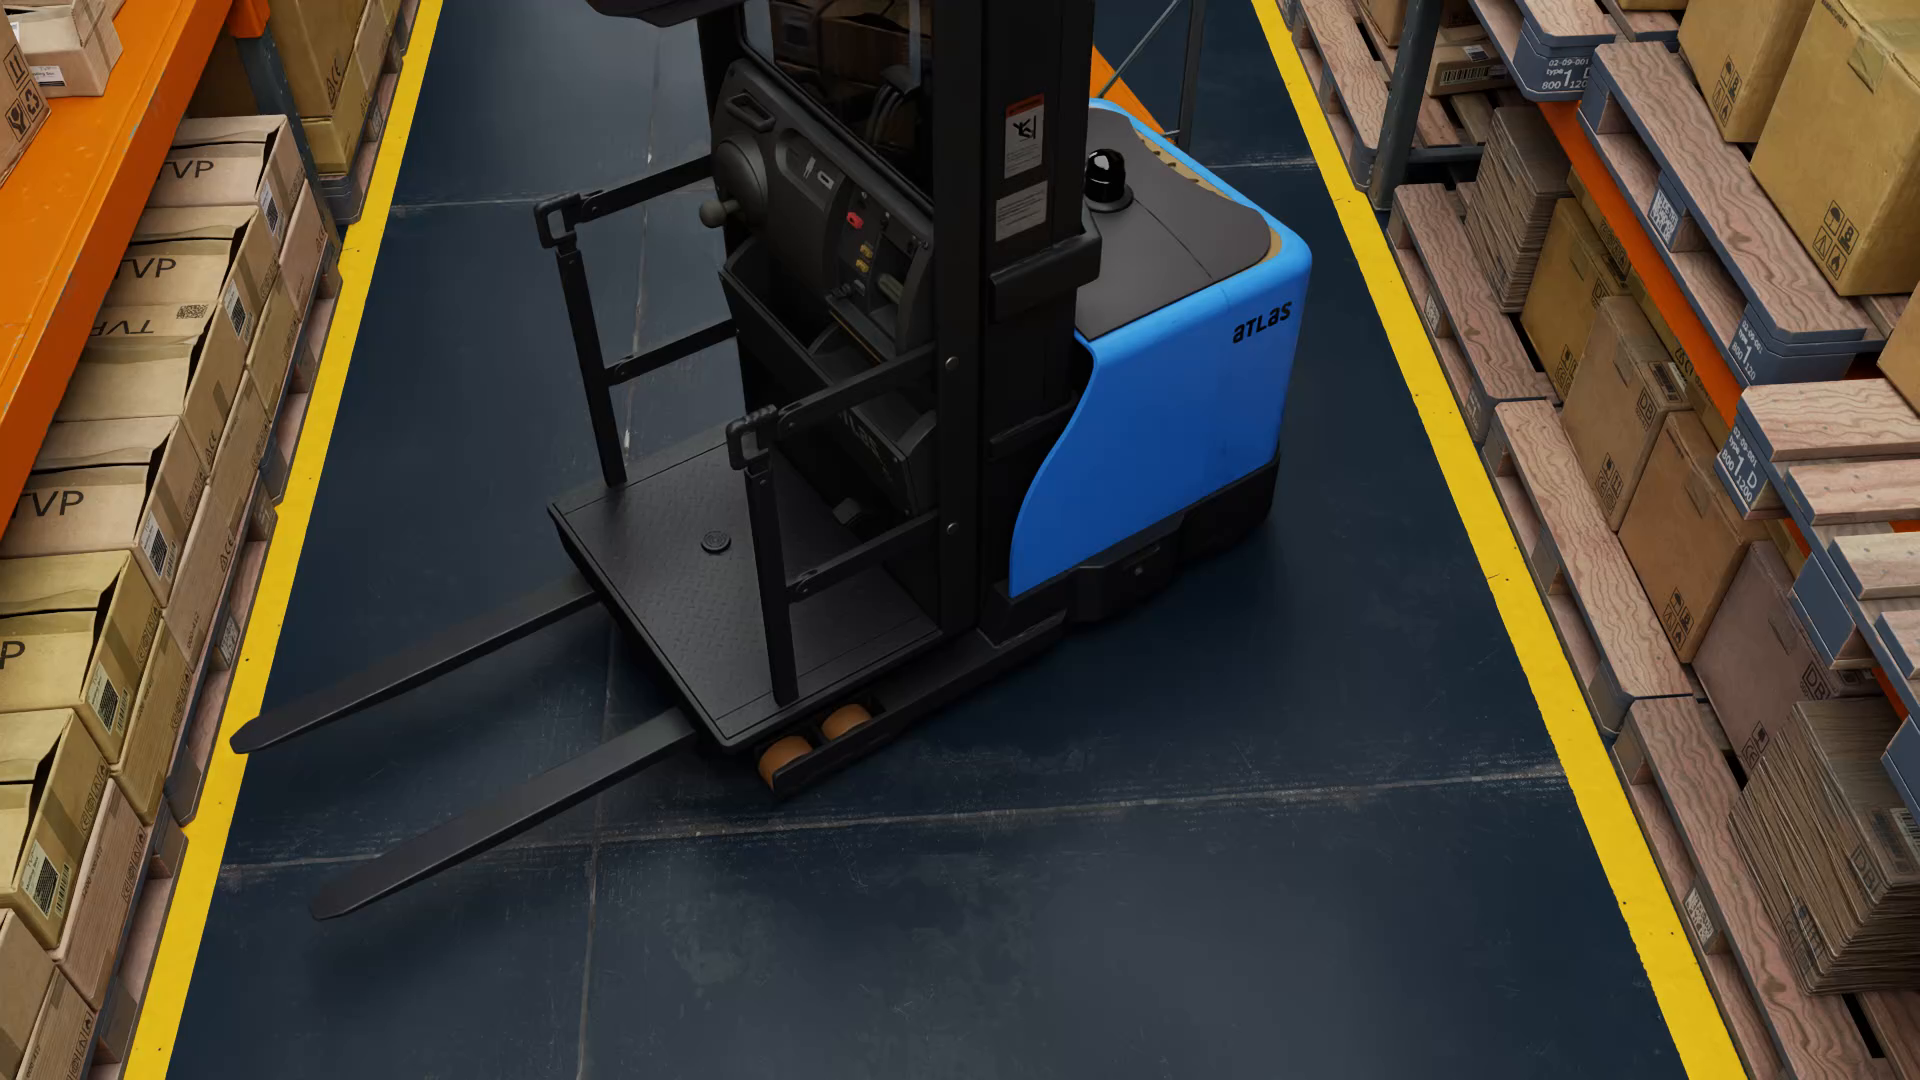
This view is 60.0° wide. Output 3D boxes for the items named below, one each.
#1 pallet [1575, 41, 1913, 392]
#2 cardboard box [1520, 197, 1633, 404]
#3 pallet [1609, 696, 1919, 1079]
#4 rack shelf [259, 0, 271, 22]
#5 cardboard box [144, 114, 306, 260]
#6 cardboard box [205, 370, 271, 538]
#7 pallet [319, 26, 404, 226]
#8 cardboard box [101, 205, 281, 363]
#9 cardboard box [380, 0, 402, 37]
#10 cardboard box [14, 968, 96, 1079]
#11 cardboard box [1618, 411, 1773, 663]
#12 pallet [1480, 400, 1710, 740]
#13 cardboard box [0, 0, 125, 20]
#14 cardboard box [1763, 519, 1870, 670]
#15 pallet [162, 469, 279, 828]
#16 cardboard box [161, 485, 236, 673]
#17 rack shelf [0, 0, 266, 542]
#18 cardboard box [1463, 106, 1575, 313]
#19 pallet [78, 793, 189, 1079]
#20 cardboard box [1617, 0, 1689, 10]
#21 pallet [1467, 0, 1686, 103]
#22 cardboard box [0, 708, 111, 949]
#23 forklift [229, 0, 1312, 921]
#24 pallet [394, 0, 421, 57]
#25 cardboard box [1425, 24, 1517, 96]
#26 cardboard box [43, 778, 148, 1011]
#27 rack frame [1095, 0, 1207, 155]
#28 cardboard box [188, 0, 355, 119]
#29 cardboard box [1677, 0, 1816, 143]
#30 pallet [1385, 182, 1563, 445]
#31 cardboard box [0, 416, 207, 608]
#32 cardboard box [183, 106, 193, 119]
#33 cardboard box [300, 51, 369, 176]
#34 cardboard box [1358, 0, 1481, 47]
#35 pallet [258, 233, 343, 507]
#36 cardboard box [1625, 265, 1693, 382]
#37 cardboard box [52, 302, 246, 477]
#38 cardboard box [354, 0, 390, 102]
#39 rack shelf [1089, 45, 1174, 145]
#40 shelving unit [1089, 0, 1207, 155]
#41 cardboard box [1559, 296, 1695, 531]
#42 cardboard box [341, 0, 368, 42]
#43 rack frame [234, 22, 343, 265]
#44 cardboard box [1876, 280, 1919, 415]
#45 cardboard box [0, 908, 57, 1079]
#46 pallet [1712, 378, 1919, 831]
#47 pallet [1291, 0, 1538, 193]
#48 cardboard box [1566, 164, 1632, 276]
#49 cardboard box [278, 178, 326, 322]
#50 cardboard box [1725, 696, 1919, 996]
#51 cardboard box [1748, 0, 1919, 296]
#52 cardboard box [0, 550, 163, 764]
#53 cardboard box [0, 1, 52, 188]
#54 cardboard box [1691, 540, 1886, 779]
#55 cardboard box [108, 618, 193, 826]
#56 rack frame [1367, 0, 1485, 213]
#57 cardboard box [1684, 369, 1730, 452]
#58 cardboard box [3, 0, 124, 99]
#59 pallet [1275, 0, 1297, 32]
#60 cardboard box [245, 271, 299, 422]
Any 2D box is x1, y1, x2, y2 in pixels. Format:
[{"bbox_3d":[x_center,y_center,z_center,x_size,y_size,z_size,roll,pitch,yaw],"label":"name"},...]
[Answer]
[{"bbox_3d":[2.230,-0.845,4.116,1.003,0.211,1.213,-3,47,-3],"label":"pallet"},{"bbox_3d":[2.274,-0.764,5.327,0.700,0.500,0.500,-4,47,-4],"label":"cardboard box"},{"bbox_3d":[2.373,0.913,4.240,1.003,0.211,1.213,-3,47,-3],"label":"pallet"},{"bbox_3d":[-3.001,-3.271,6.777,1.077,0.370,4.000,-3,47,-3],"label":"rack shelf"},{"bbox_3d":[-2.514,-1.187,5.527,0.500,0.311,0.500,-3,47,-3],"label":"cardboard box"},{"bbox_3d":[-2.426,-0.251,5.027,0.500,0.250,0.500,-3,47,-2],"label":"cardboard box"},{"bbox_3d":[-2.859,-1.690,6.705,1.003,0.211,1.213,-3,47,-3],"label":"pallet"},{"bbox_3d":[-2.464,-0.811,5.171,0.500,0.311,0.500,-2,47,-2],"label":"cardboard box"},{"bbox_3d":[-2.644,-2.348,7.012,0.500,0.250,0.500,-3,47,-3],"label":"cardboard box"},{"bbox_3d":[-2.250,1.227,3.626,0.500,0.250,0.500,-4,47,-3],"label":"cardboard box"},{"bbox_3d":[2.328,-0.028,4.629,0.700,0.500,0.500,-4,47,-4],"label":"cardboard box"},{"bbox_3d":[2.274,0.032,5.074,1.003,0.211,1.213,-3,47,-3],"label":"pallet"},{"bbox_3d":[-2.749,-1.666,4.865,0.500,0.250,0.500,-1,47,-1],"label":"cardboard box"},{"bbox_3d":[2.339,0.036,4.053,0.500,0.250,0.500,-3,47,-3],"label":"cardboard box"},{"bbox_3d":[-2.628,0.303,4.817,1.003,0.211,1.213,-3,47,-3],"label":"pallet"},{"bbox_3d":[-2.385,0.117,4.678,0.500,0.250,0.500,-3,47,-2],"label":"cardboard box"},{"bbox_3d":[-2.666,-0.377,4.036,1.077,0.370,4.000,-3,47,-3],"label":"rack shelf"},{"bbox_3d":[2.180,-1.135,5.678,0.700,0.500,0.500,-2,47,-2],"label":"cardboard box"},{"bbox_3d":[-2.529,1.184,3.983,1.003,0.211,1.213,-3,47,-3],"label":"pallet"},{"bbox_3d":[2.150,-1.786,4.503,0.700,0.500,0.500,1,47,1],"label":"cardboard box"},{"bbox_3d":[2.021,-1.747,4.971,1.003,0.211,1.213,-3,47,-3],"label":"pallet"},{"bbox_3d":[-2.303,0.655,3.782,0.500,0.311,0.500,-5,47,-4],"label":"cardboard box"},{"bbox_3d":[-0.519,-0.748,3.940,3.031,2.935,1.130,-27,52,-23],"label":"forklift"},{"bbox_3d":[-2.964,-2.575,7.543,1.003,0.211,1.213,-3,47,-3],"label":"pallet"},{"bbox_3d":[2.027,-1.937,6.667,0.380,0.166,0.250,-9,47,-8],"label":"cardboard box"},{"bbox_3d":[-2.293,0.864,3.971,0.500,0.250,0.500,-5,47,-4],"label":"cardboard box"},{"bbox_3d":[0.523,-1.286,5.435,0.500,1.500,0.032,-15,48,-14],"label":"rack frame"},{"bbox_3d":[-2.561,-1.882,6.055,0.500,0.500,0.500,-3,47,-3],"label":"cardboard box"},{"bbox_3d":[2.237,-1.311,4.054,0.700,0.500,0.500,2,47,2],"label":"cardboard box"},{"bbox_3d":[2.169,-0.853,5.912,1.003,0.211,1.213,-3,47,-3],"label":"pallet"},{"bbox_3d":[-2.387,-0.086,4.484,0.500,0.311,0.500,-4,47,-4],"label":"cardboard box"},{"bbox_3d":[-3.090,-1.592,6.297,0.500,0.250,0.500,-3,47,-3],"label":"cardboard box"},{"bbox_3d":[-2.571,-1.624,6.327,0.500,0.250,0.500,-3,47,-3],"label":"cardboard box"},{"bbox_3d":[1.975,-2.415,6.890,0.500,0.500,0.500,-7,47,-6],"label":"cardboard box"},{"bbox_3d":[-2.733,-0.582,5.655,1.003,0.211,1.213,-3,47,-3],"label":"pallet"},{"bbox_3d":[2.268,-0.698,4.748,0.500,0.250,0.500,-5,47,-4],"label":"cardboard box"},{"bbox_3d":[-2.425,-0.450,4.829,0.500,0.311,0.500,-4,47,-3],"label":"cardboard box"},{"bbox_3d":[-2.607,-1.986,6.670,0.500,0.250,0.500,-3,47,-3],"label":"cardboard box"},{"bbox_3d":[0.345,-1.508,5.893,0.538,0.185,1.000,-15,48,-14],"label":"rack shelf"},{"bbox_3d":[0.348,-1.625,5.756,0.587,1.500,1.083,-15,48,-14],"label":"shelving unit"},{"bbox_3d":[2.276,-0.393,4.975,0.700,0.500,0.500,-3,47,-3],"label":"cardboard box"},{"bbox_3d":[-2.610,-2.244,6.397,0.500,0.500,0.500,-3,47,-3],"label":"cardboard box"},{"bbox_3d":[-2.834,-2.071,5.146,1.000,3.000,0.127,-3,47,-3],"label":"rack frame"},{"bbox_3d":[2.314,-0.409,3.199,0.700,0.500,0.500,-7,47,-7],"label":"cardboard box"},{"bbox_3d":[-2.250,1.034,3.423,0.500,0.311,0.500,-2,47,-2],"label":"cardboard box"},{"bbox_3d":[2.271,0.076,3.244,1.213,0.211,1.003,-3,47,-3],"label":"pallet"},{"bbox_3d":[2.011,-1.900,6.904,1.003,0.211,1.213,-3,47,-3],"label":"pallet"},{"bbox_3d":[2.221,-1.075,5.104,0.500,0.250,0.500,-4,47,-4],"label":"cardboard box"},{"bbox_3d":[-2.510,-0.988,5.724,0.500,0.250,0.500,-4,47,-4],"label":"cardboard box"},{"bbox_3d":[2.325,0.710,3.931,0.700,0.500,0.500,-3,47,-3],"label":"cardboard box"},{"bbox_3d":[2.261,-0.906,3.670,0.700,0.500,0.500,-3,47,-3],"label":"cardboard box"},{"bbox_3d":[-2.343,0.286,4.132,0.500,0.311,0.500,-5,47,-4],"label":"cardboard box"},{"bbox_3d":[-2.742,-1.168,4.221,0.500,0.500,0.500,0,47,0],"label":"cardboard box"},{"bbox_3d":[2.397,0.330,4.290,0.700,0.500,0.500,-4,47,-3],"label":"cardboard box"},{"bbox_3d":[-2.343,0.488,4.327,0.500,0.250,0.500,-5,47,-4],"label":"cardboard box"},{"bbox_3d":[2.102,-2.375,5.433,1.000,3.000,0.127,-3,47,-3],"label":"rack frame"},{"bbox_3d":[2.291,-0.336,4.405,0.500,0.250,0.500,-4,47,-3],"label":"cardboard box"},{"bbox_3d":[-2.577,-1.400,4.602,0.396,0.266,0.258,-5,47,-4],"label":"cardboard box"},{"bbox_3d":[1.905,-2.785,7.742,1.003,0.211,1.213,-3,47,-3],"label":"pallet"},{"bbox_3d":[-2.470,-0.622,5.377,0.500,0.250,0.500,-4,47,-4],"label":"cardboard box"}]
